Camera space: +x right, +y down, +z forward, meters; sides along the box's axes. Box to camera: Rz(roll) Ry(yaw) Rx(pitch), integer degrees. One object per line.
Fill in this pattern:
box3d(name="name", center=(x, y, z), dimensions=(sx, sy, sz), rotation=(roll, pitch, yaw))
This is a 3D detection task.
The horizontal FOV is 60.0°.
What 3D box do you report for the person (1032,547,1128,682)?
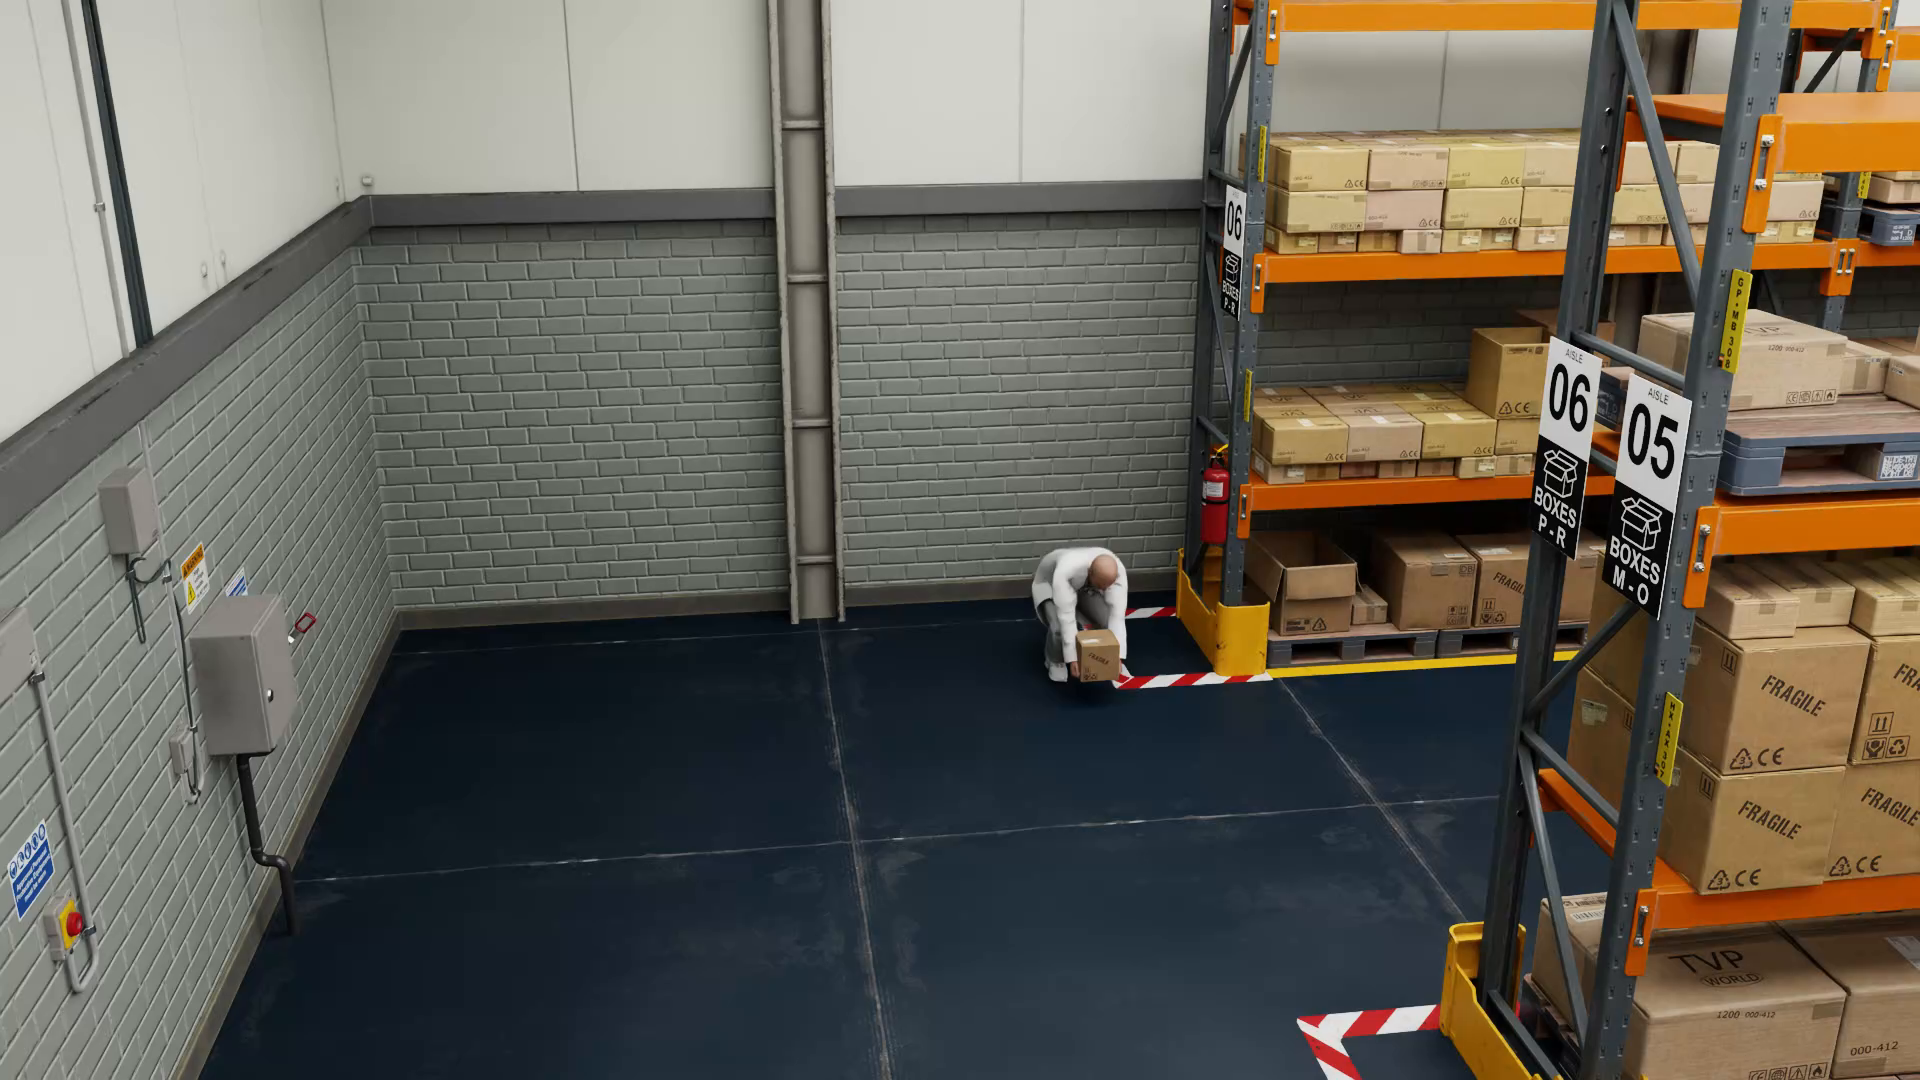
box3d(name="person", center=(0.798, 0.462, 10.961), dimensions=(0.581, 1.001, 0.958), rotation=(-5, 20, -15))
